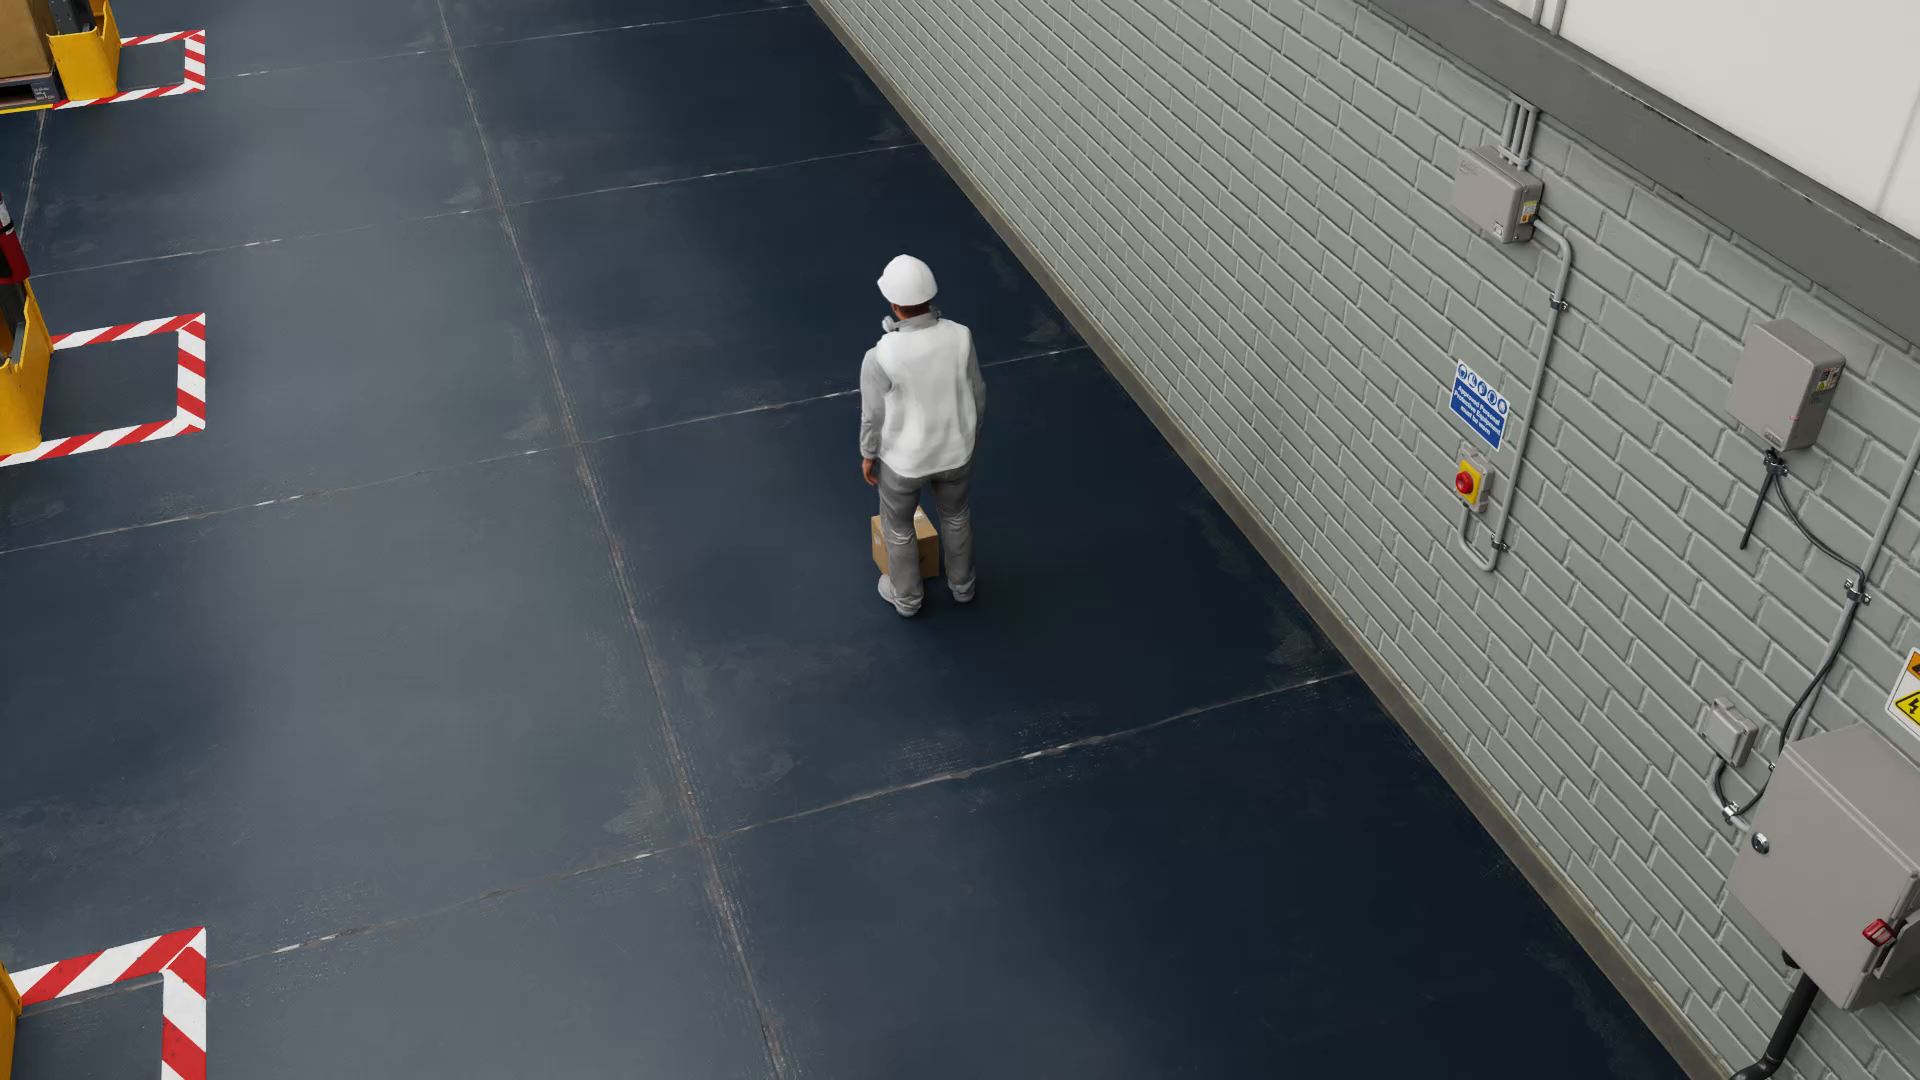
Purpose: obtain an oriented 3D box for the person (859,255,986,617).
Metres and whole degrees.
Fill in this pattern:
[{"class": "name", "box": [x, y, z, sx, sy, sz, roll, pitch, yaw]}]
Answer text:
[{"class": "person", "box": [-0.168, -0.424, 7.316, 0.583, 1.770, 0.464, -15, 40, -18]}]
